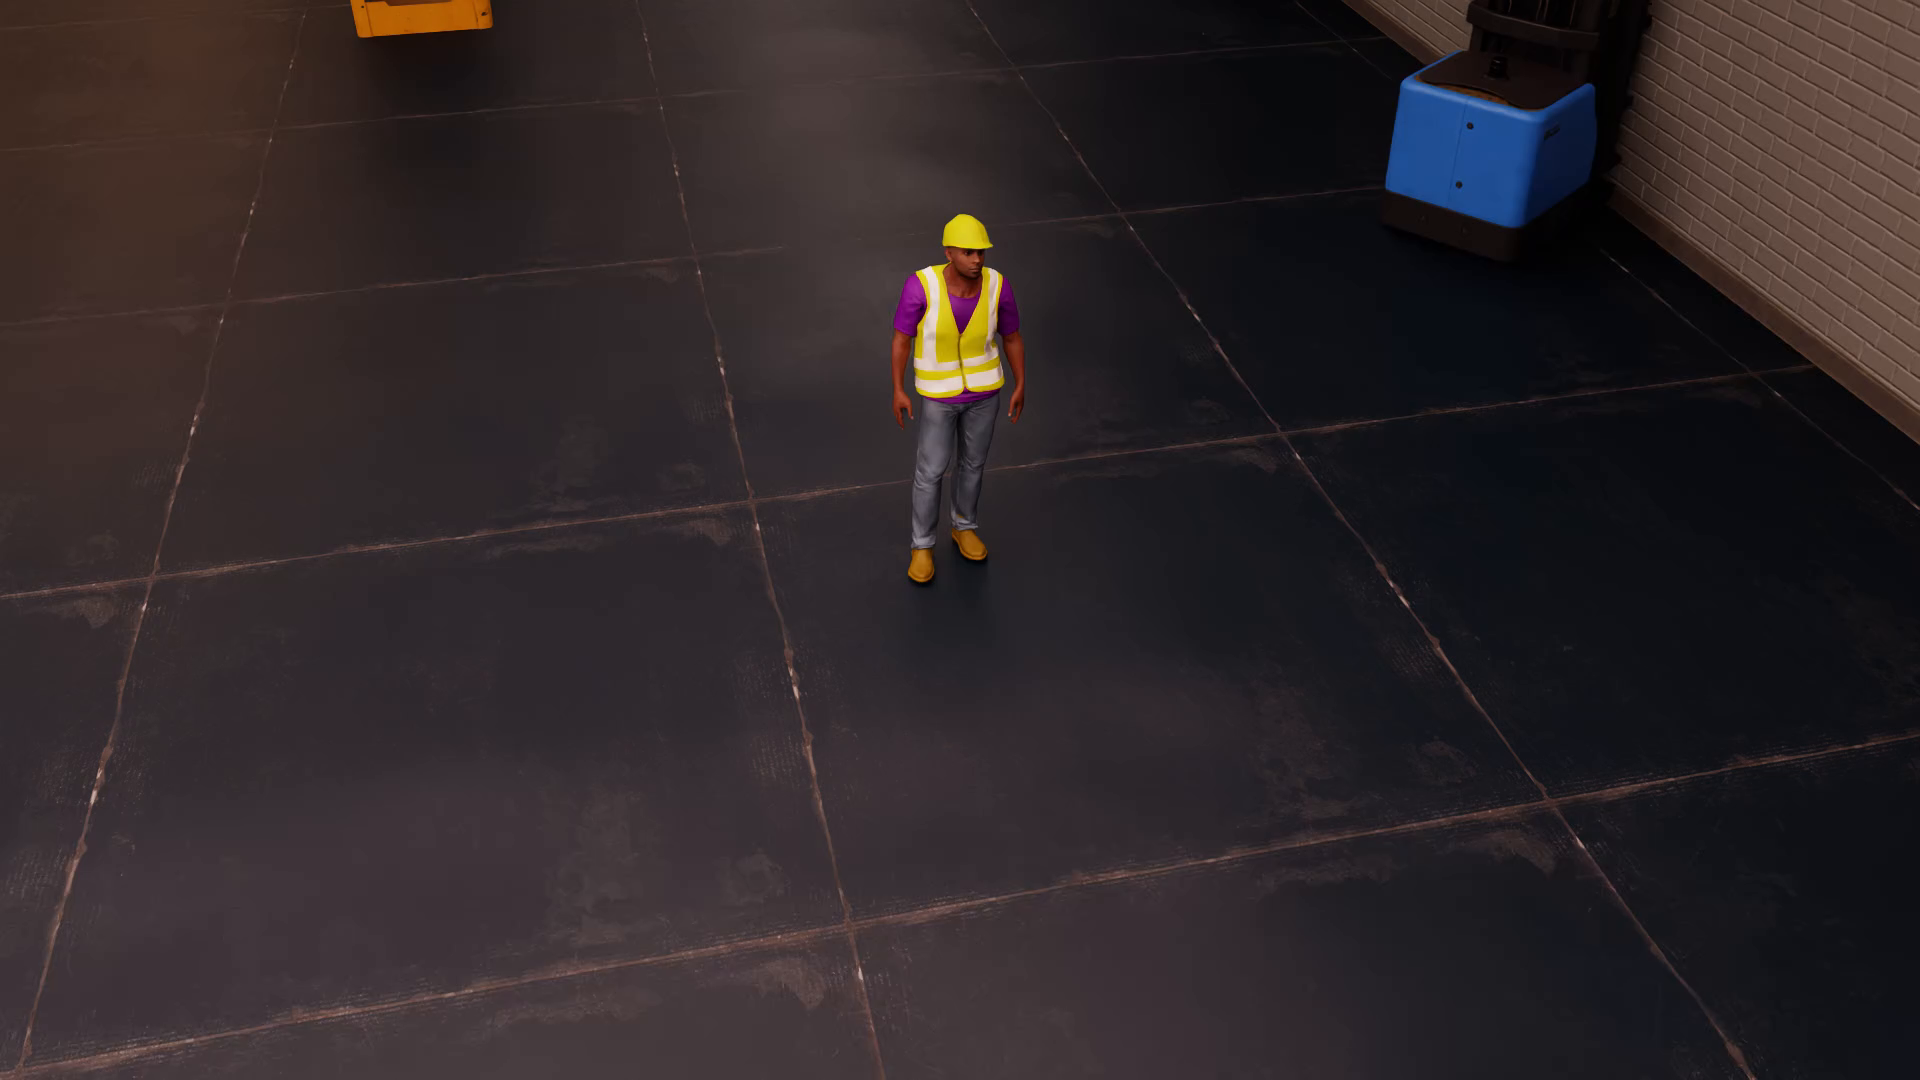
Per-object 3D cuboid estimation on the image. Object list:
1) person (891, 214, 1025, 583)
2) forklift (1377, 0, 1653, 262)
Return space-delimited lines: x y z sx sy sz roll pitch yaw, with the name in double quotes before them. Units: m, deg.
"person" 0.009 -0.683 7.983 0.665 1.765 0.577 -8 36 -11
"forklift" 4.253 -3.801 11.332 1.130 2.935 3.031 28 44 33
